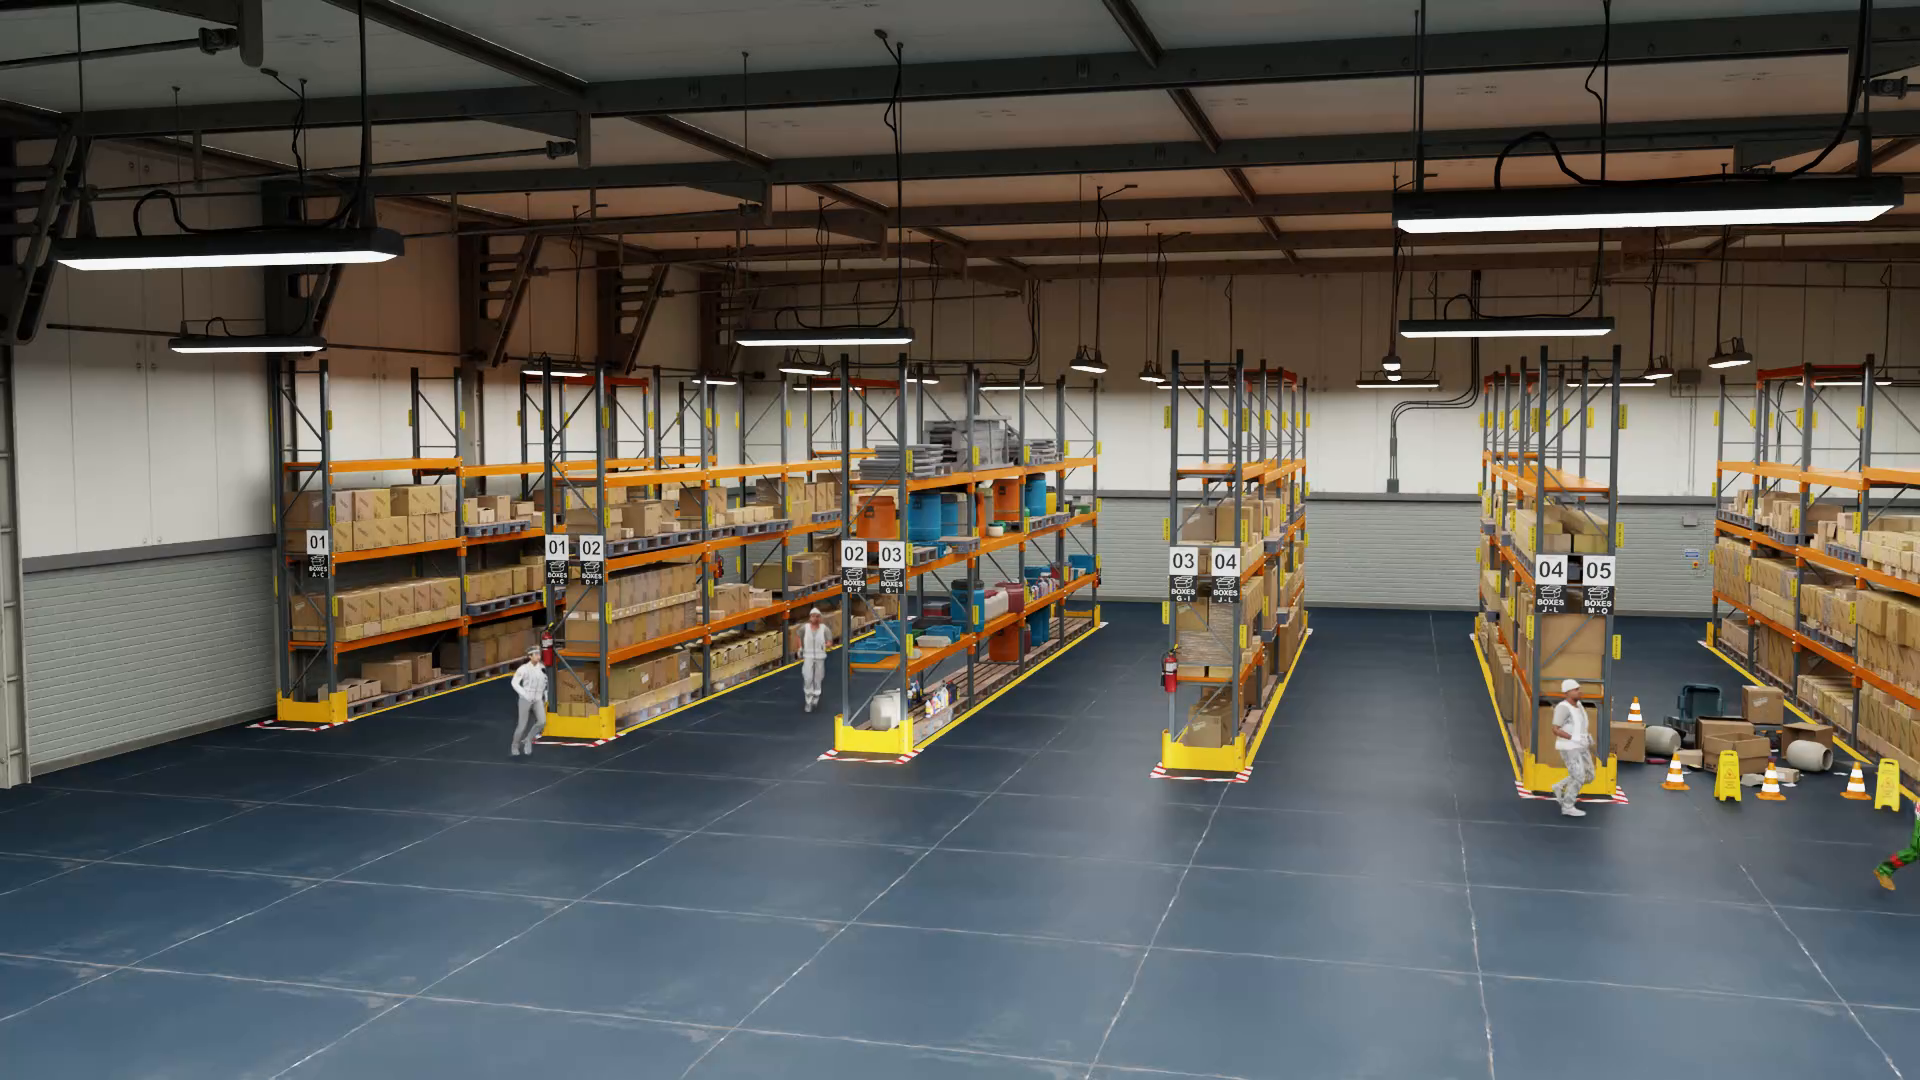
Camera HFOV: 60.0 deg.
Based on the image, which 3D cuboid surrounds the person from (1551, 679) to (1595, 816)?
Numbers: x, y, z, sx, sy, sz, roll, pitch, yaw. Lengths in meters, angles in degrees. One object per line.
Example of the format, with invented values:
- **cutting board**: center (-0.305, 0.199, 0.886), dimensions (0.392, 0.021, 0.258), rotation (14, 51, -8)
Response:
- **person**: center (7.748, 2.622, 21.030), dimensions (0.683, 1.732, 0.623), rotation (-4, 6, -45)

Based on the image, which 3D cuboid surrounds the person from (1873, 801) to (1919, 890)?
- **person**: center (10.027, 2.938, 17.197), dimensions (0.703, 1.731, 1.060), rotation (-3, 5, -36)

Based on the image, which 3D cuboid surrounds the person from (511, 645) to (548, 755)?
- **person**: center (-6.385, 2.389, 24.868), dimensions (0.673, 1.639, 0.580), rotation (-4, 6, -42)

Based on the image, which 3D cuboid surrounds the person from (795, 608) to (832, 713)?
- **person**: center (-2.499, 2.069, 28.505), dimensions (0.632, 1.806, 0.715), rotation (-1, 4, -8)
